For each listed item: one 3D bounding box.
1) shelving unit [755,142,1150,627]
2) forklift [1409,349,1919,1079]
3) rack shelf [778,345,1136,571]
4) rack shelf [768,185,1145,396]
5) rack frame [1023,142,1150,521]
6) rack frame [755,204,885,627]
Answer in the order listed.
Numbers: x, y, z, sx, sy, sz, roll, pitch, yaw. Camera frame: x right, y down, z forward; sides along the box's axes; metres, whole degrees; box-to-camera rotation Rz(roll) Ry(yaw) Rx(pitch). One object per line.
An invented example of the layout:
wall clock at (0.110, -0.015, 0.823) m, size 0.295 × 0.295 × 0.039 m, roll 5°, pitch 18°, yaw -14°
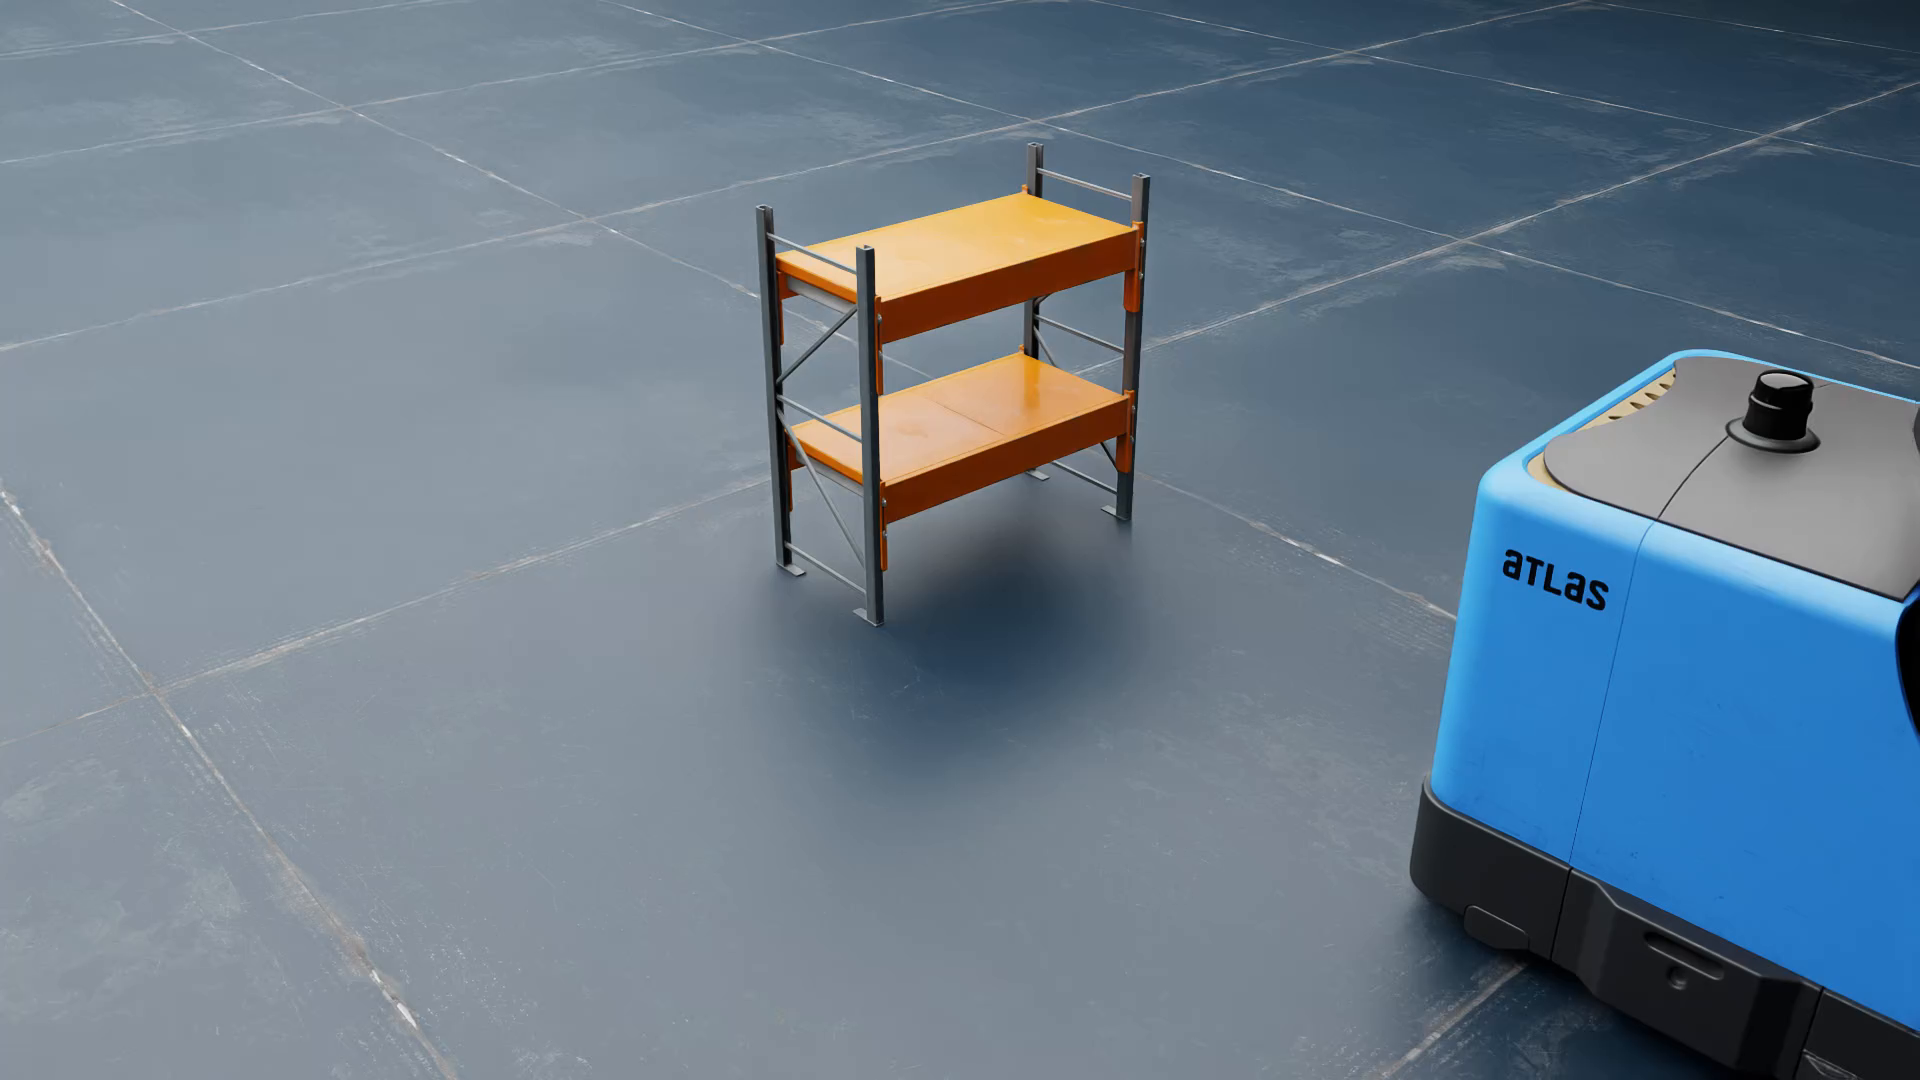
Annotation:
shelving unit at (-0.005, -0.494, 4.981) m, size 1.048 × 1.125 × 0.538 m, roll -22°, pitch 35°, yaw -35°
forklift at (2.407, -0.157, 2.435) m, size 3.031 × 2.935 × 1.130 m, roll 25°, pitch 37°, yaw 38°
rack shelf at (-0.005, -0.278, 5.096) m, size 1.000 × 0.278 × 0.538 m, roll -22°, pitch 35°, yaw -35°
rack shelf at (-0.005, -0.752, 4.843) m, size 1.000 × 0.278 × 0.538 m, roll -22°, pitch 35°, yaw -35°
rack frame at (0.382, -0.650, 5.272) m, size 0.032 × 1.125 × 0.500 m, roll -22°, pitch 35°, yaw -35°
rack frame at (-0.392, -0.339, 4.690) m, size 0.032 × 1.125 × 0.500 m, roll -22°, pitch 35°, yaw -35°
